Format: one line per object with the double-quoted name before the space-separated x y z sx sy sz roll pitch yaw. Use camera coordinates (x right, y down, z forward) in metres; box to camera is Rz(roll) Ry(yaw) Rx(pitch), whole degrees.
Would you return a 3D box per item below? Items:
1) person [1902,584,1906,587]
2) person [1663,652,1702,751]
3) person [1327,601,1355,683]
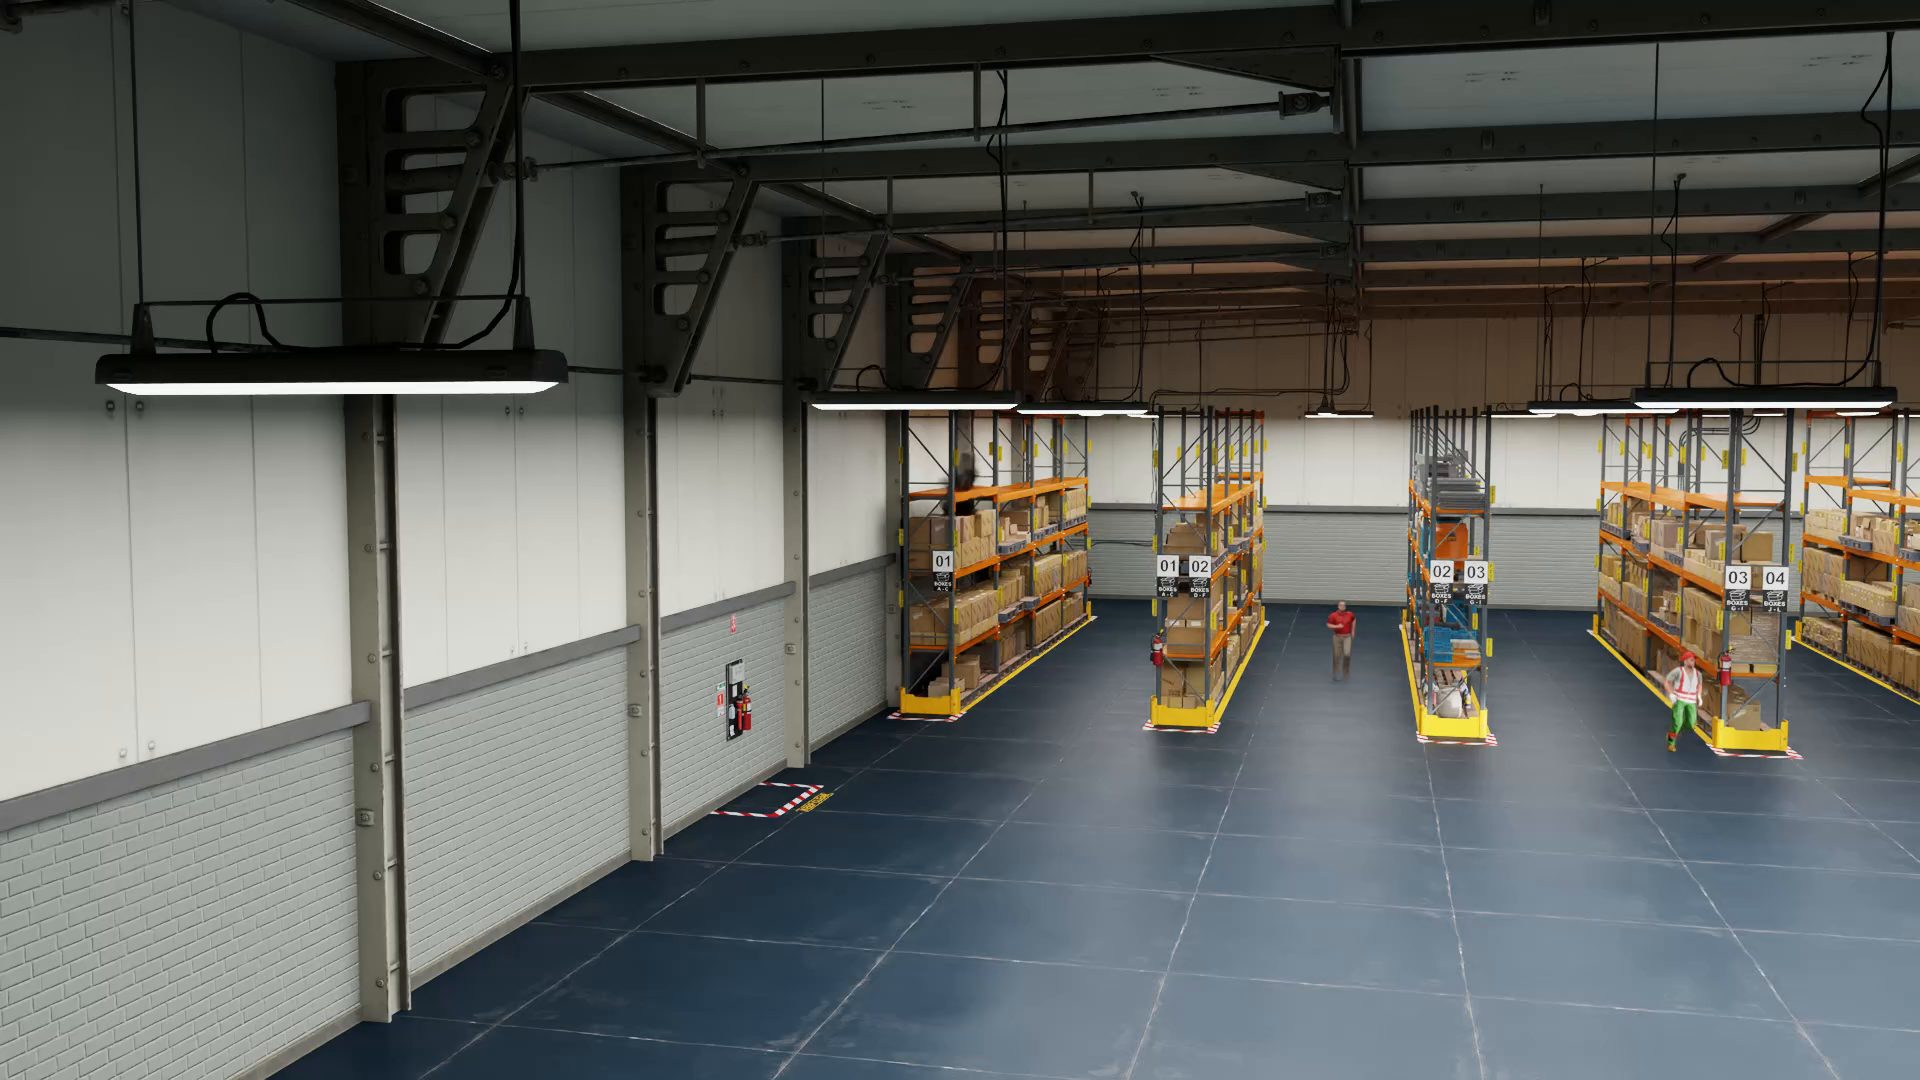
"person" 23.746 1.905 41.942 0.542 1.579 0.886 0 4 3
"person" 12.573 2.797 28.864 0.707 1.717 0.561 0 4 -2
"person" 8.397 2.238 36.665 0.652 1.812 0.832 0 4 6
